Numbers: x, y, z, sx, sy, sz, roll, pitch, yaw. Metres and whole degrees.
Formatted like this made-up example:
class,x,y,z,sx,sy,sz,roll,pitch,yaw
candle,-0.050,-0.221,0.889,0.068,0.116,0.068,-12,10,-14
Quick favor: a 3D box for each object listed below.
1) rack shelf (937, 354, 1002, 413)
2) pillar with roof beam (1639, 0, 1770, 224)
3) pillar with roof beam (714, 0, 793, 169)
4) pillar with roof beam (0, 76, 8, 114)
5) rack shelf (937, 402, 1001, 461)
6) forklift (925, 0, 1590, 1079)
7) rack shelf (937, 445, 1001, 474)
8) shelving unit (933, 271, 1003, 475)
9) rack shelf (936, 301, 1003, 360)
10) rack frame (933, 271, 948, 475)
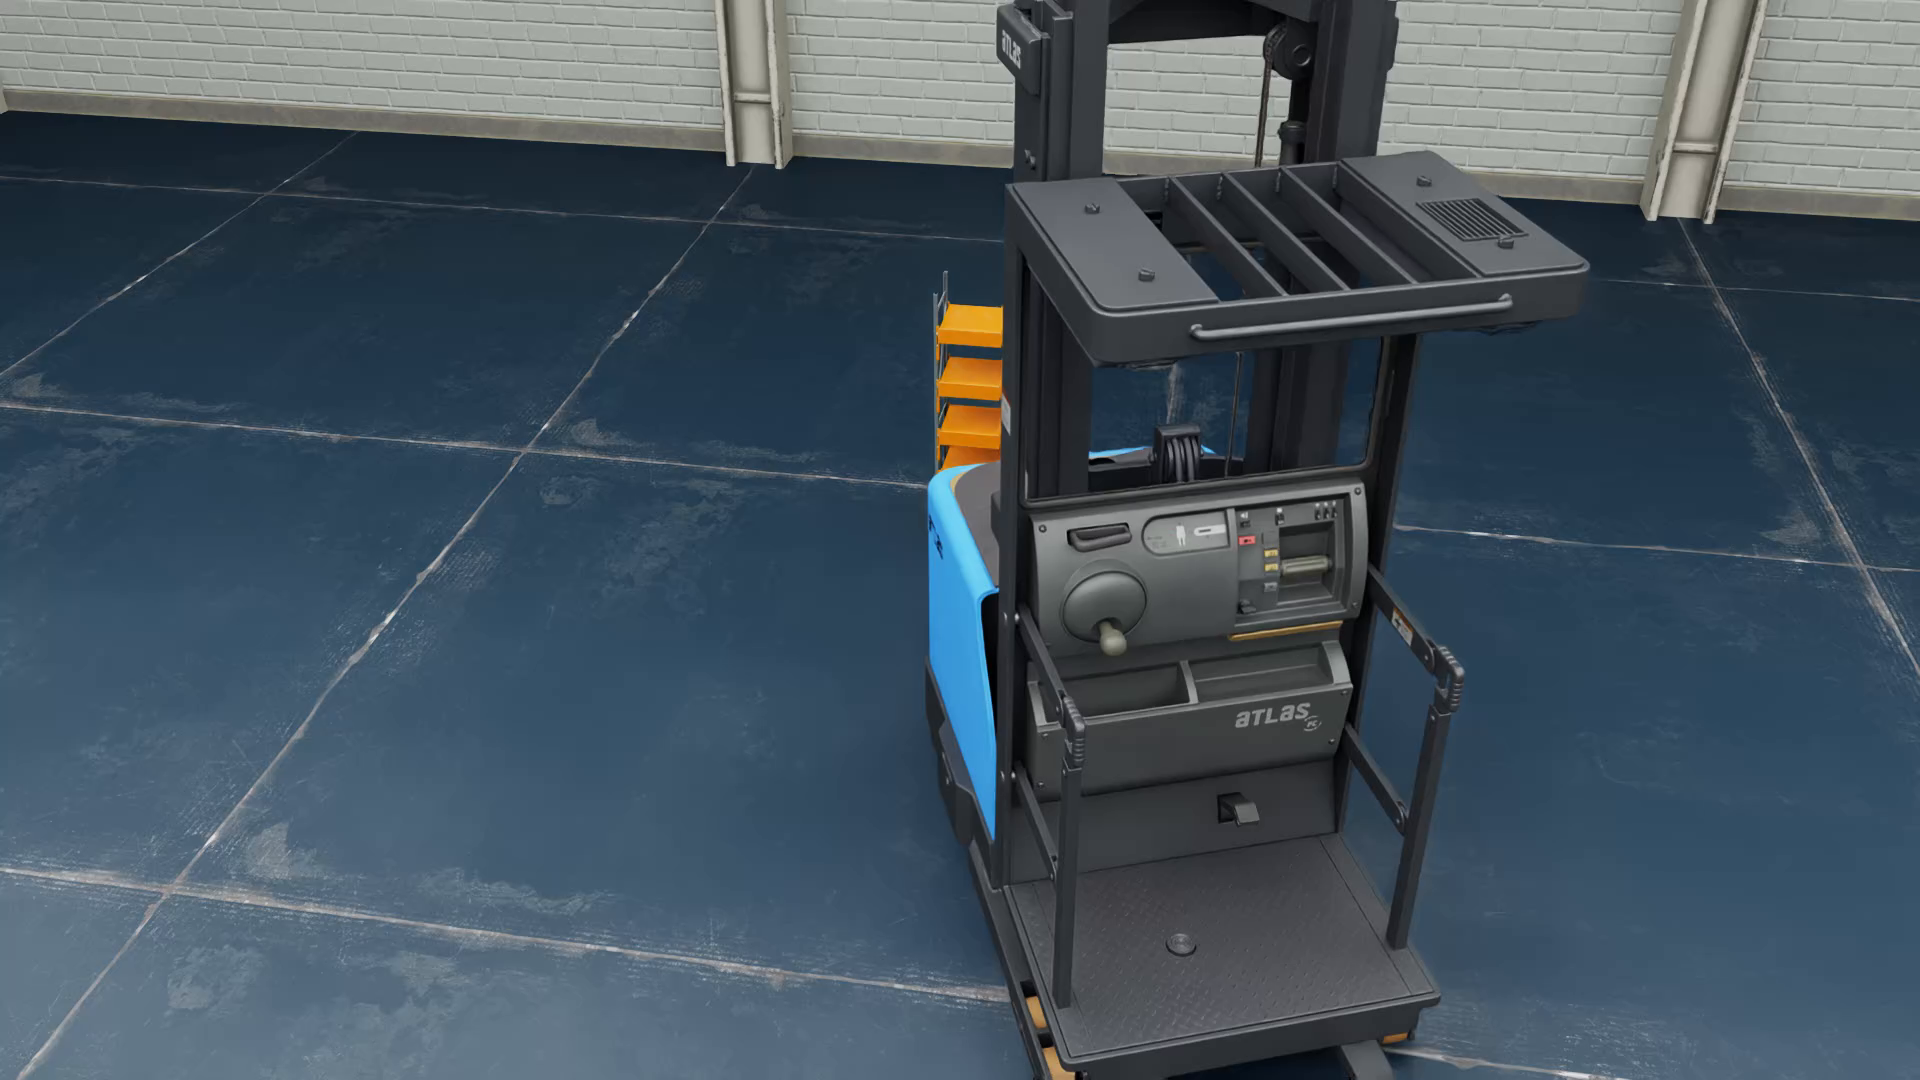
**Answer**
class,x,y,z,sx,sy,sz,roll,pitch,yaw
rack shelf,0.163,-0.626,6.825,0.480,0.148,0.258,5,32,8
pillar with roof beam,3.821,-3.639,4.582,0.400,9.000,9.100,5,32,8
pillar with roof beam,-2.093,-4.174,5.438,0.400,9.000,9.100,5,32,8
pillar with roof beam,-8.008,-4.710,6.293,0.400,9.000,9.100,5,32,8
rack shelf,0.163,-0.437,6.944,0.480,0.148,0.258,5,32,8
forklift,0.700,0.131,4.279,1.130,2.935,3.031,-7,33,-11
rack shelf,0.163,-0.268,7.049,0.480,0.148,0.258,5,32,8
shelving unit,0.163,-0.494,6.908,0.503,1.200,0.258,5,32,8
rack shelf,0.163,-0.827,6.700,0.480,0.148,0.258,5,32,8
rack frame,-0.077,-0.516,6.943,0.015,1.200,0.240,5,32,8
